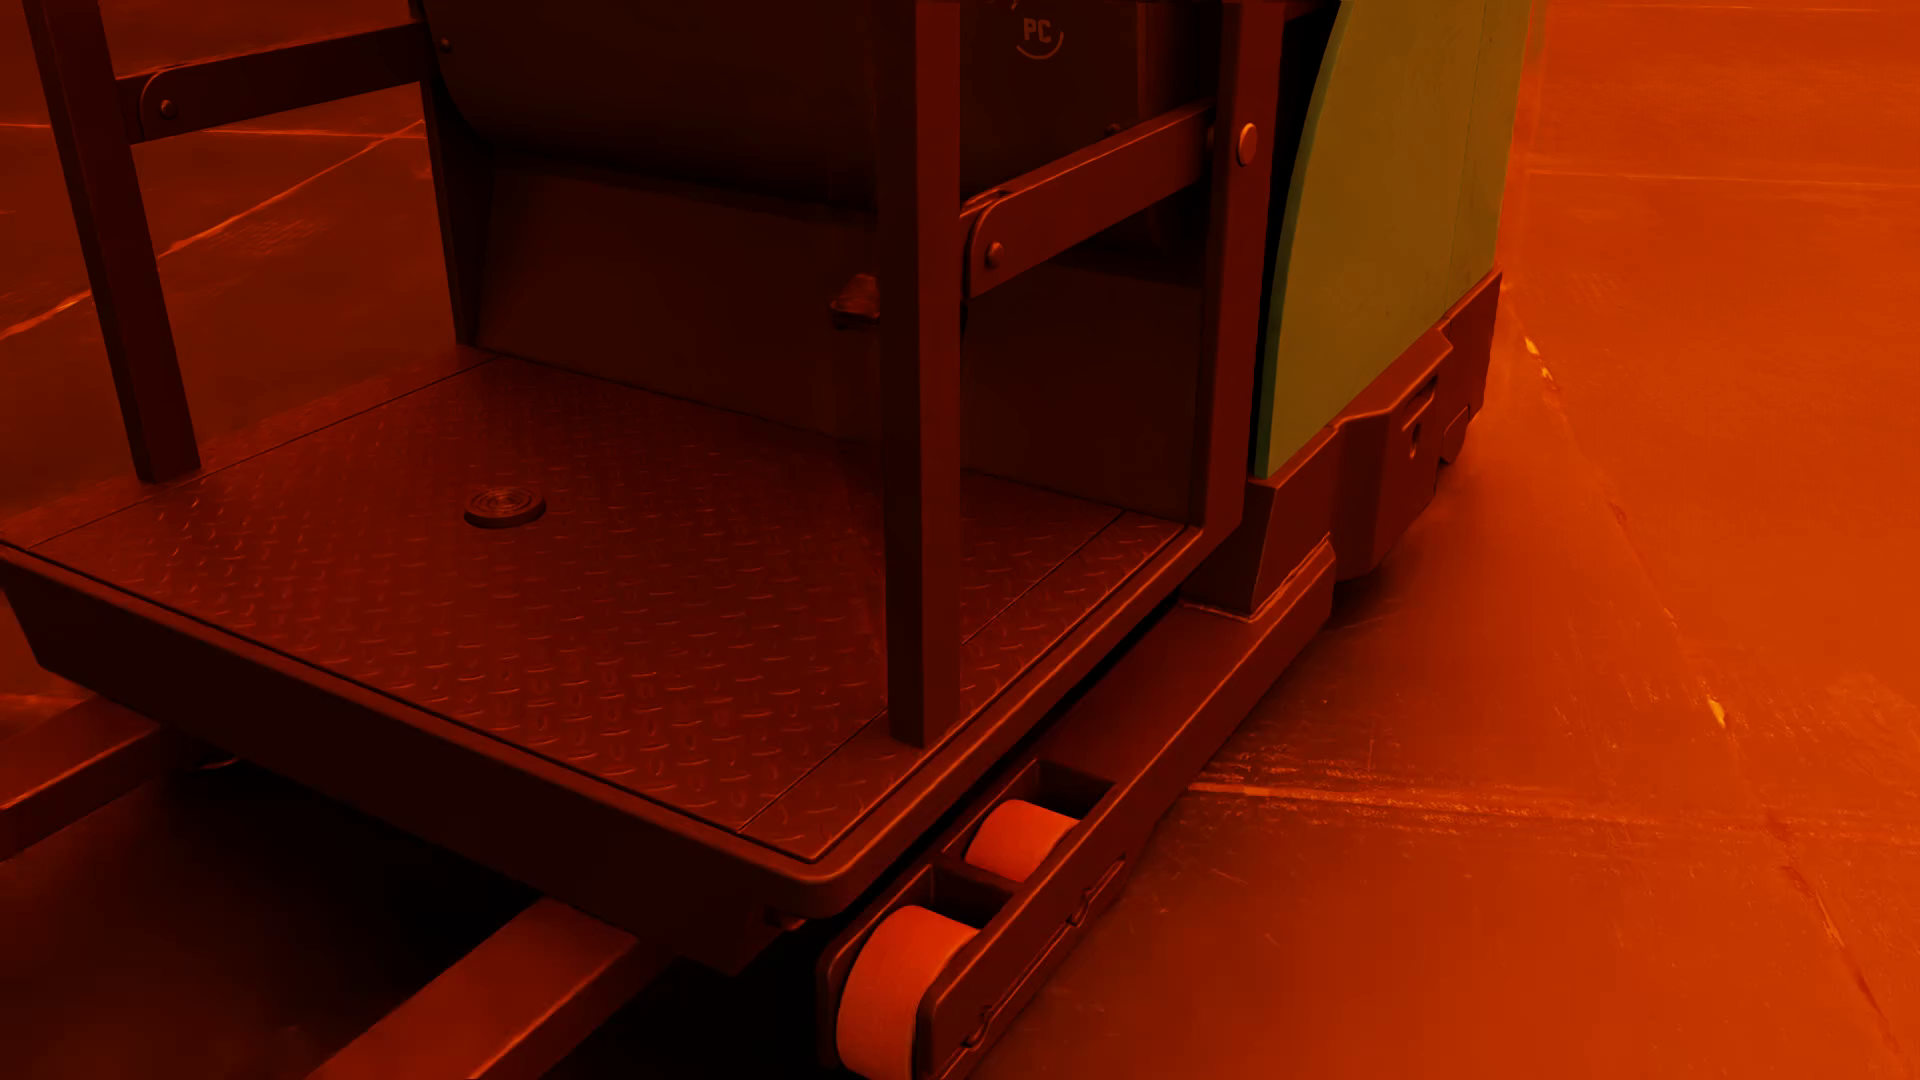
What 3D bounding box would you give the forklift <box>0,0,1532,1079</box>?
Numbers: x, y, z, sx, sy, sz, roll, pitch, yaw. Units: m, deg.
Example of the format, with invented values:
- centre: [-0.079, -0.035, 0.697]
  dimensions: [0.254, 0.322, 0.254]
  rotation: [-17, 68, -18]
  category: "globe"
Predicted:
- centre: [-0.315, -1.048, 1.318]
  dimensions: [1.130, 2.935, 3.031]
  rotation: [15, 30, 28]
  category: "forklift"
